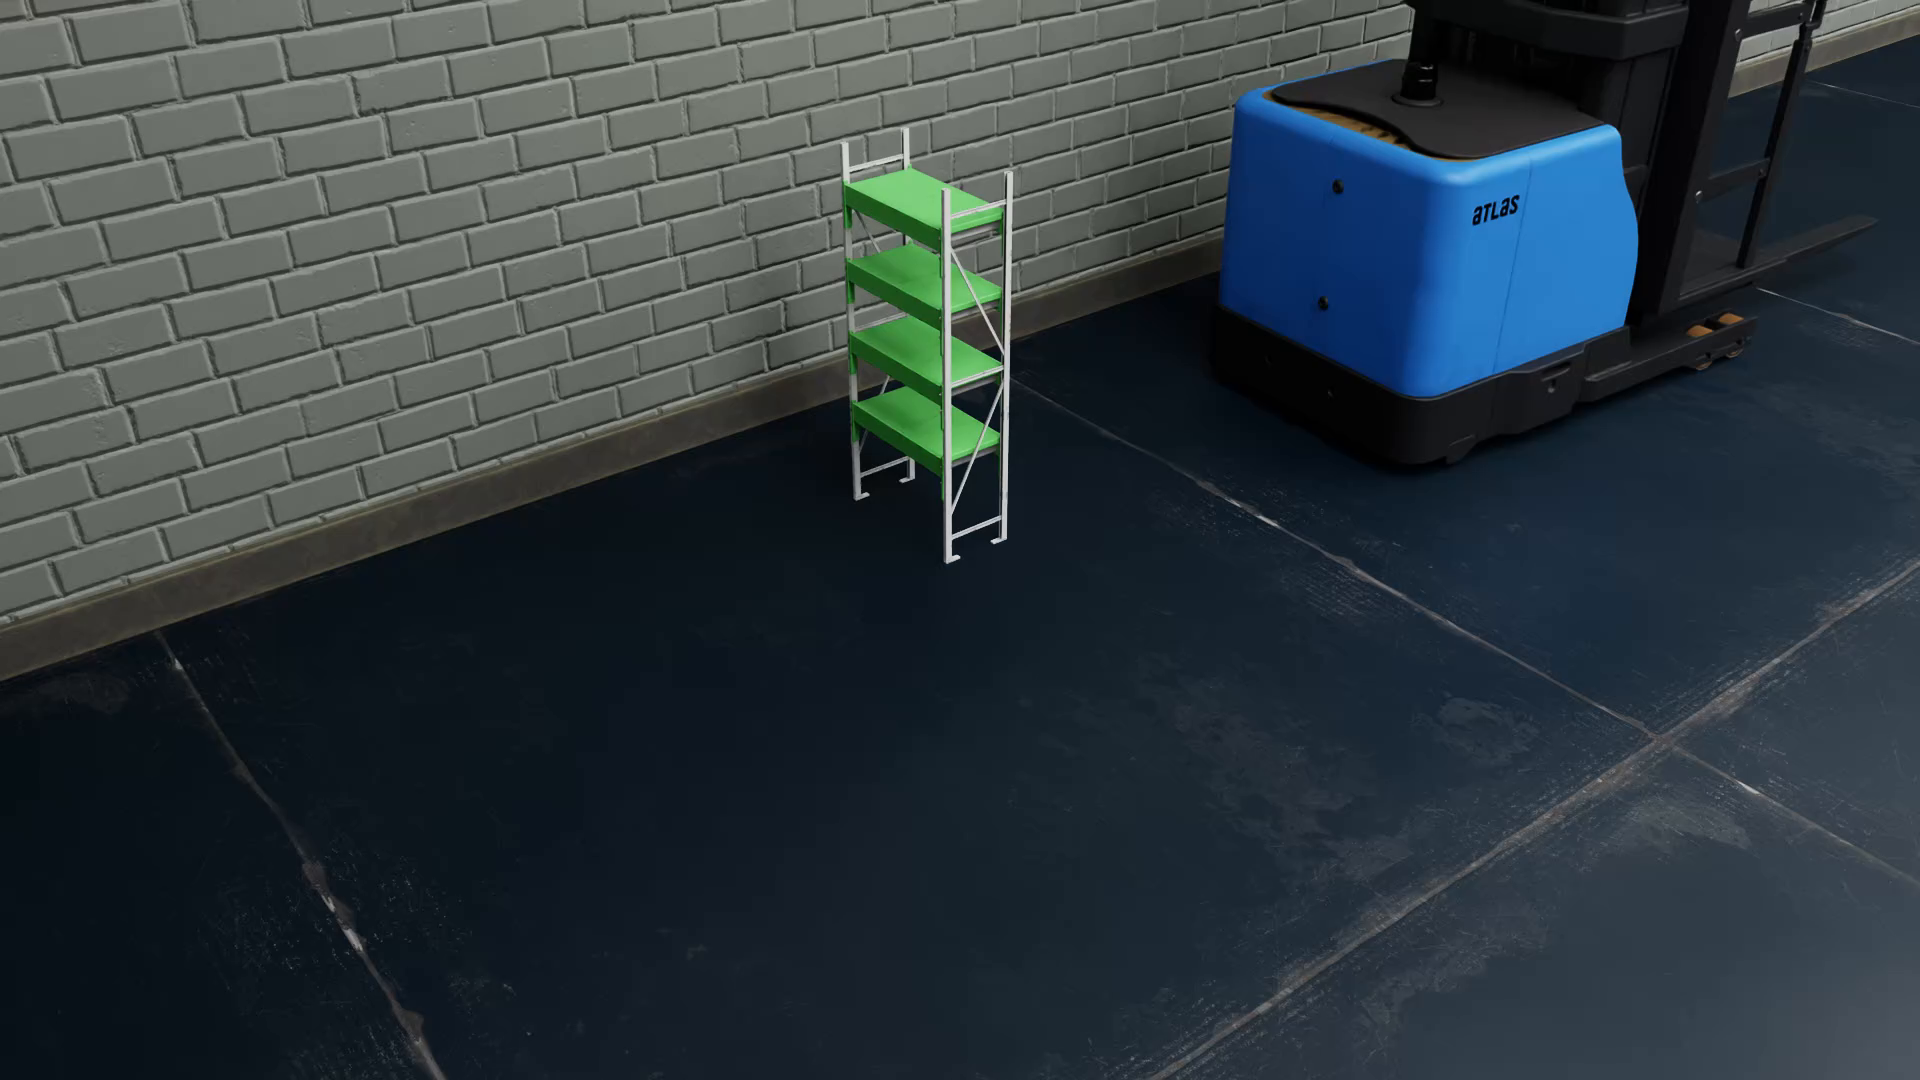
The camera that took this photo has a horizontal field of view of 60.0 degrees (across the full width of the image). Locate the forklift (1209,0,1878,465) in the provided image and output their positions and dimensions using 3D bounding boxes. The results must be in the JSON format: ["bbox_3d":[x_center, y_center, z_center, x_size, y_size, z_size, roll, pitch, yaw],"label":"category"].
[{"bbox_3d":[2.429,-2.094,5.844,3.031,2.935,1.130,-20,37,-29],"label":"forklift"}]

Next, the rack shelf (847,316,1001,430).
[{"bbox_3d":[-0.101,-0.524,5.078,0.258,0.148,0.480,-22,38,-31],"label":"rack shelf"}]

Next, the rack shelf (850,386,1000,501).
[{"bbox_3d":[-0.101,-0.321,5.205,0.258,0.148,0.480,-22,38,-31],"label":"rack shelf"}]

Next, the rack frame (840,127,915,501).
[{"bbox_3d":[-0.251,-0.680,5.208,0.240,1.200,0.015,-22,38,-31],"label":"rack frame"}]

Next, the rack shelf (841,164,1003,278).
[{"bbox_3d":[-0.101,-0.932,4.825,0.258,0.148,0.480,-22,38,-31],"label":"rack shelf"}]

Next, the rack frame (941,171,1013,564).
[{"bbox_3d":[0.048,-0.477,4.881,0.240,1.200,0.015,-22,38,-31],"label":"rack frame"}]

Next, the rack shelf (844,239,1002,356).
[{"bbox_3d":[-0.101,-0.728,4.952,0.258,0.148,0.480,-22,38,-31],"label":"rack shelf"}]

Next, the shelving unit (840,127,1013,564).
[{"bbox_3d":[-0.101,-0.579,5.045,0.258,1.200,0.503,-22,38,-31],"label":"shelving unit"}]
